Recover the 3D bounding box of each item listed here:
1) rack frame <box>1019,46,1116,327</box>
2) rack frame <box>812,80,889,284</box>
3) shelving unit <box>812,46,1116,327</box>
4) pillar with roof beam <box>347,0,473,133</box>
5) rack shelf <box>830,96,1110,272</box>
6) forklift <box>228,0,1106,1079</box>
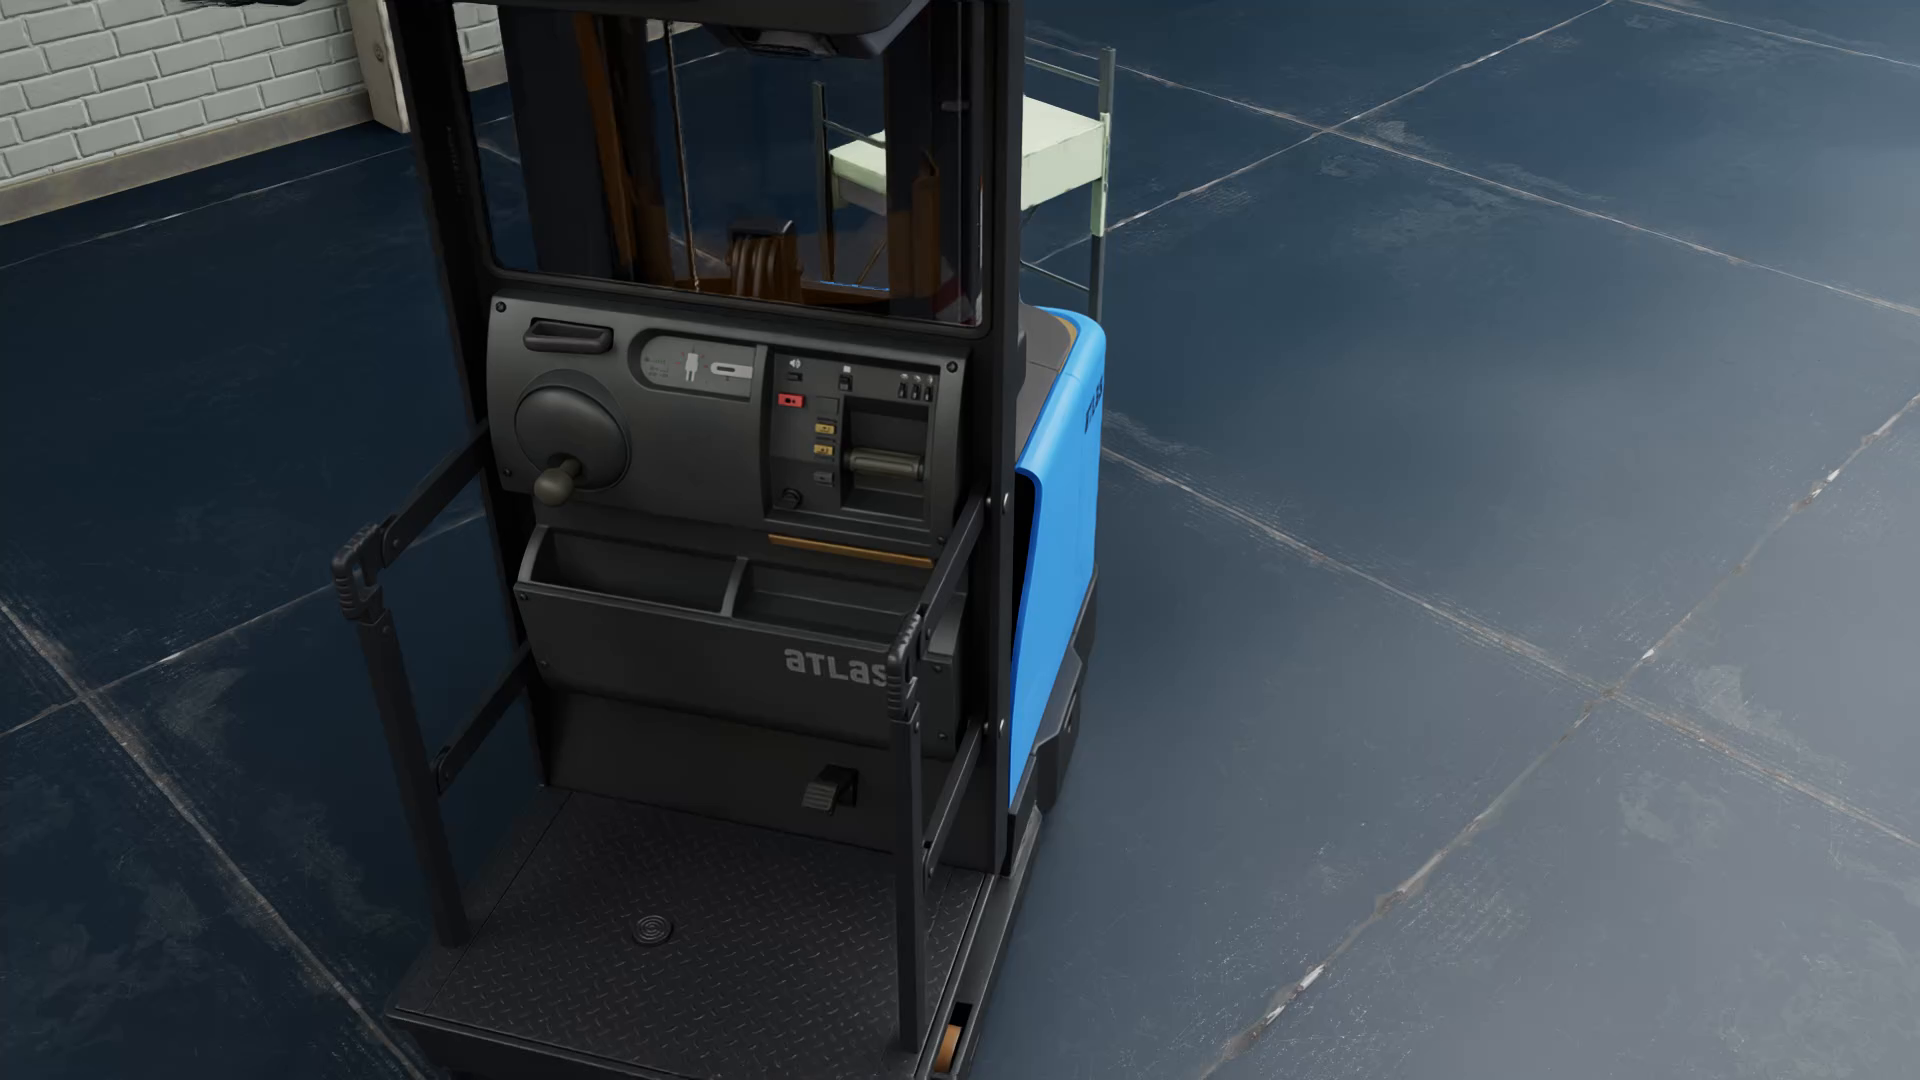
[{"bbox_3d":[0.276,-0.805,5.093,0.400,1.500,0.023,29,44,35],"label":"rack frame"},{"bbox_3d":[-0.236,-0.506,4.665,0.400,1.500,0.023,29,44,35],"label":"rack frame"},{"bbox_3d":[0.020,-0.656,4.879,0.431,1.500,0.755,29,44,35],"label":"shelving unit"},{"bbox_3d":[0.377,-4.072,3.222,9.100,9.000,0.400,30,45,35],"label":"pillar with roof beam"},{"bbox_3d":[0.020,-0.976,4.656,0.431,0.370,0.720,29,44,35],"label":"rack shelf"},{"bbox_3d":[-0.499,-0.155,2.910,1.130,2.935,3.031,9,36,12],"label":"forklift"}]
